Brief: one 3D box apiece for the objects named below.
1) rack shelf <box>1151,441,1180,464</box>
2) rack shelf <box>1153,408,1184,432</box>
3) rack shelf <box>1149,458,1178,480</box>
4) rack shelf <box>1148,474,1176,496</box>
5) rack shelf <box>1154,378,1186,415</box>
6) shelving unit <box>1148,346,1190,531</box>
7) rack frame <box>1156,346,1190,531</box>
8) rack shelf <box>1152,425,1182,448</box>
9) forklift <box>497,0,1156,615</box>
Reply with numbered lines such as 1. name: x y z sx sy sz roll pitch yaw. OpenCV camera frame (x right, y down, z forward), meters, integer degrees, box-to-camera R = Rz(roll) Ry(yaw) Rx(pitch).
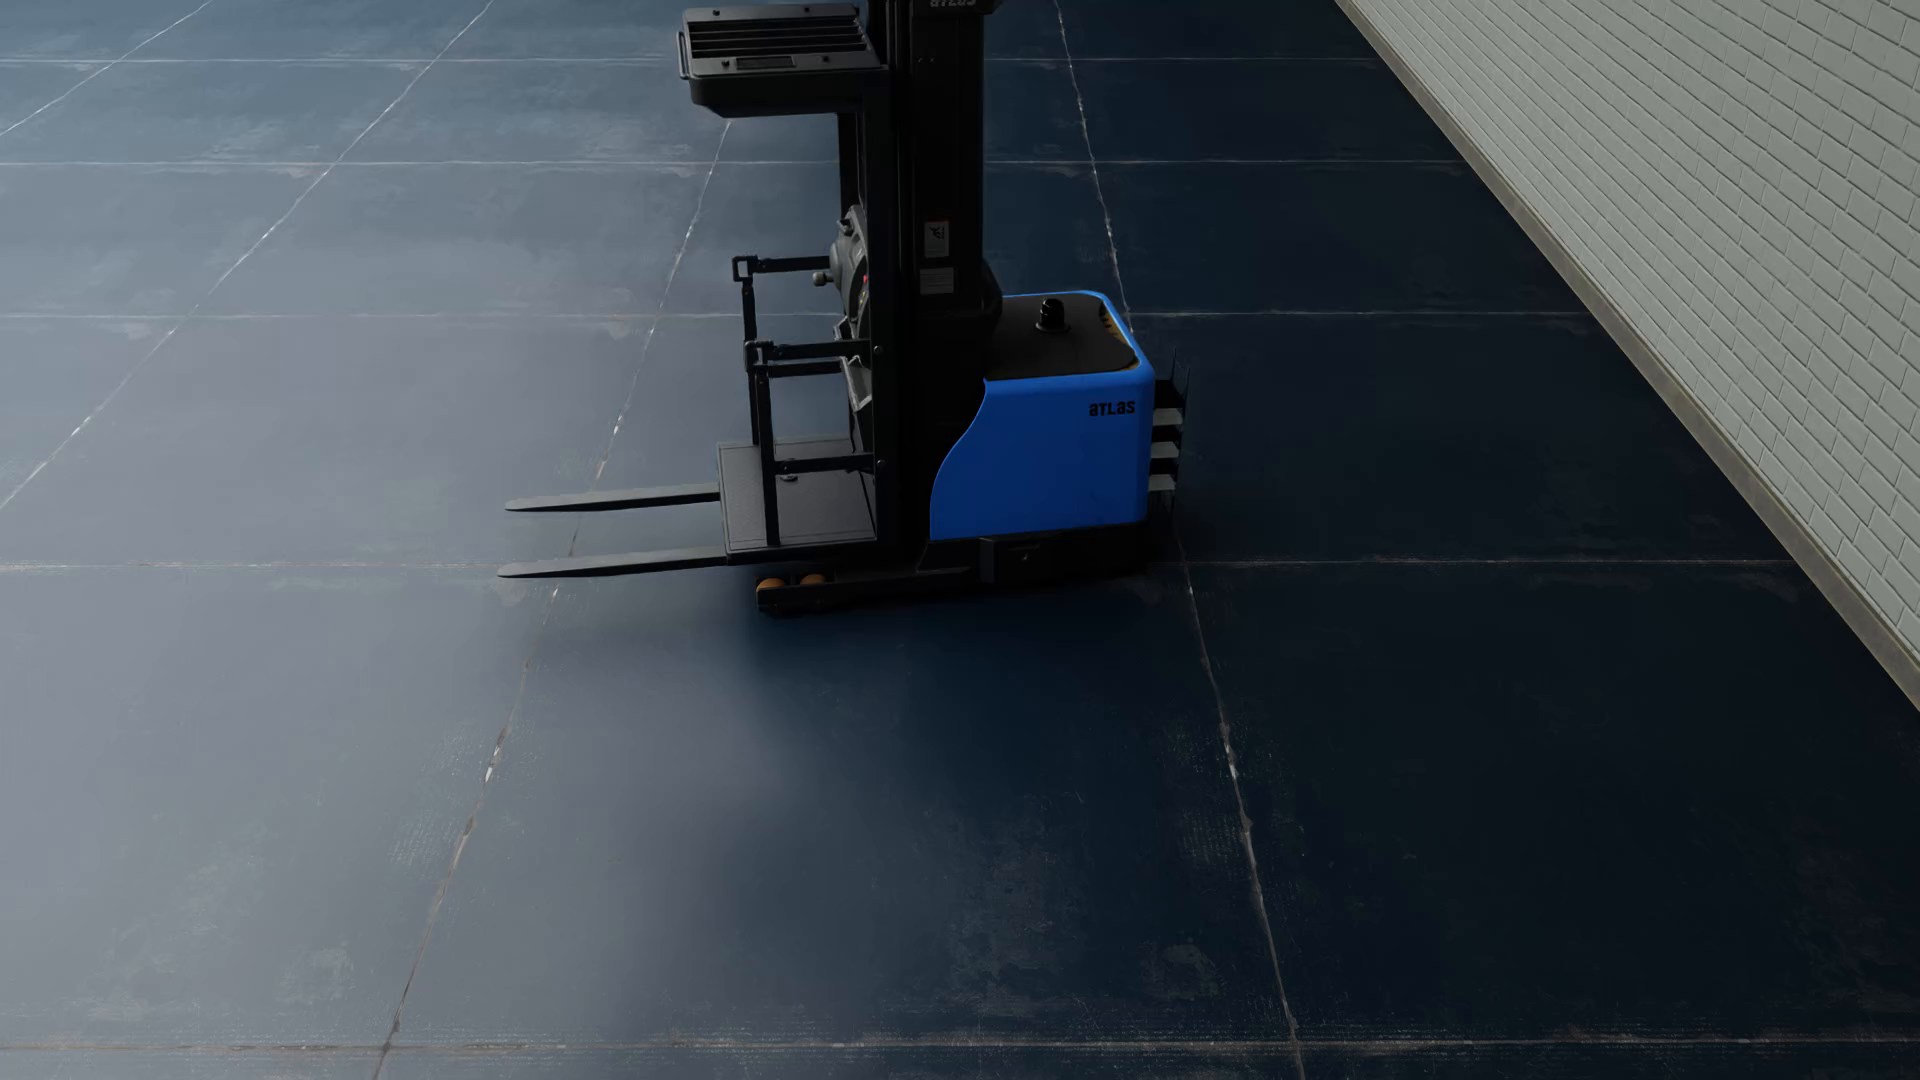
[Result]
1. rack shelf: 0.948 -0.459 8.196 0.200 0.077 0.258 -4 31 -10
2. rack shelf: 0.954 -0.614 8.104 0.200 0.077 0.258 -4 31 -10
3. rack shelf: 0.945 -0.382 8.243 0.200 0.077 0.258 -4 31 -10
4. rack shelf: 0.941 -0.305 8.289 0.200 0.077 0.258 -4 31 -10
5. rack shelf: 0.958 -0.691 8.058 0.200 0.077 0.258 -4 31 -10
6. shelving unit: 0.949 -0.488 8.179 0.210 0.900 0.258 -4 31 -10
7. rack frame: 1.049 -0.494 8.198 0.006 0.900 0.240 -4 31 -10
8. rack shelf: 0.951 -0.536 8.150 0.200 0.077 0.258 -4 31 -10
9. forklift: -0.669 -1.205 7.410 3.031 2.935 1.130 -5 32 -8
